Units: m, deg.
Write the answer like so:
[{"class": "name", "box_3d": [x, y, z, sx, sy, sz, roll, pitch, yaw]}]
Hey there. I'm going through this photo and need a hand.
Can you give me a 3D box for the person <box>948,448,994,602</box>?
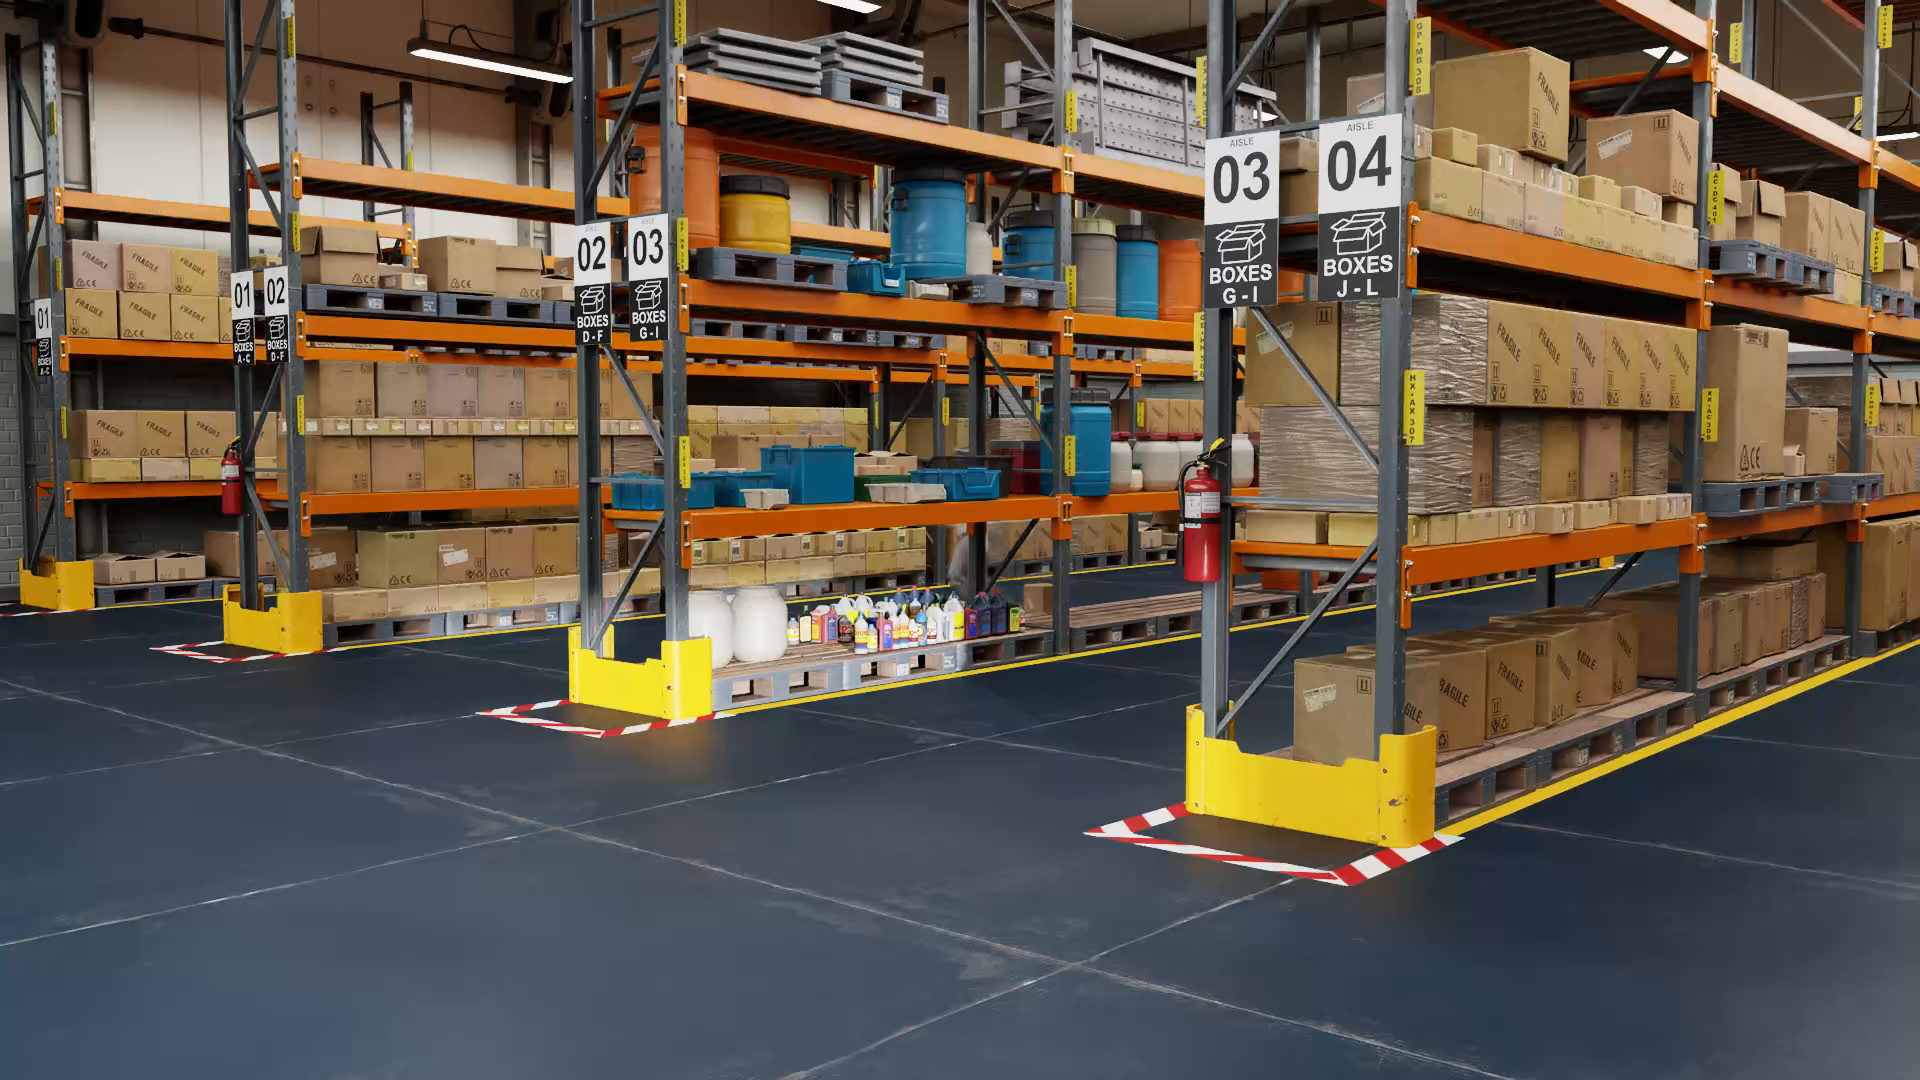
[{"class": "person", "box_3d": [0.107, -0.010, 15.295, 0.478, 1.673, 0.525, -1, 4, -8]}]
